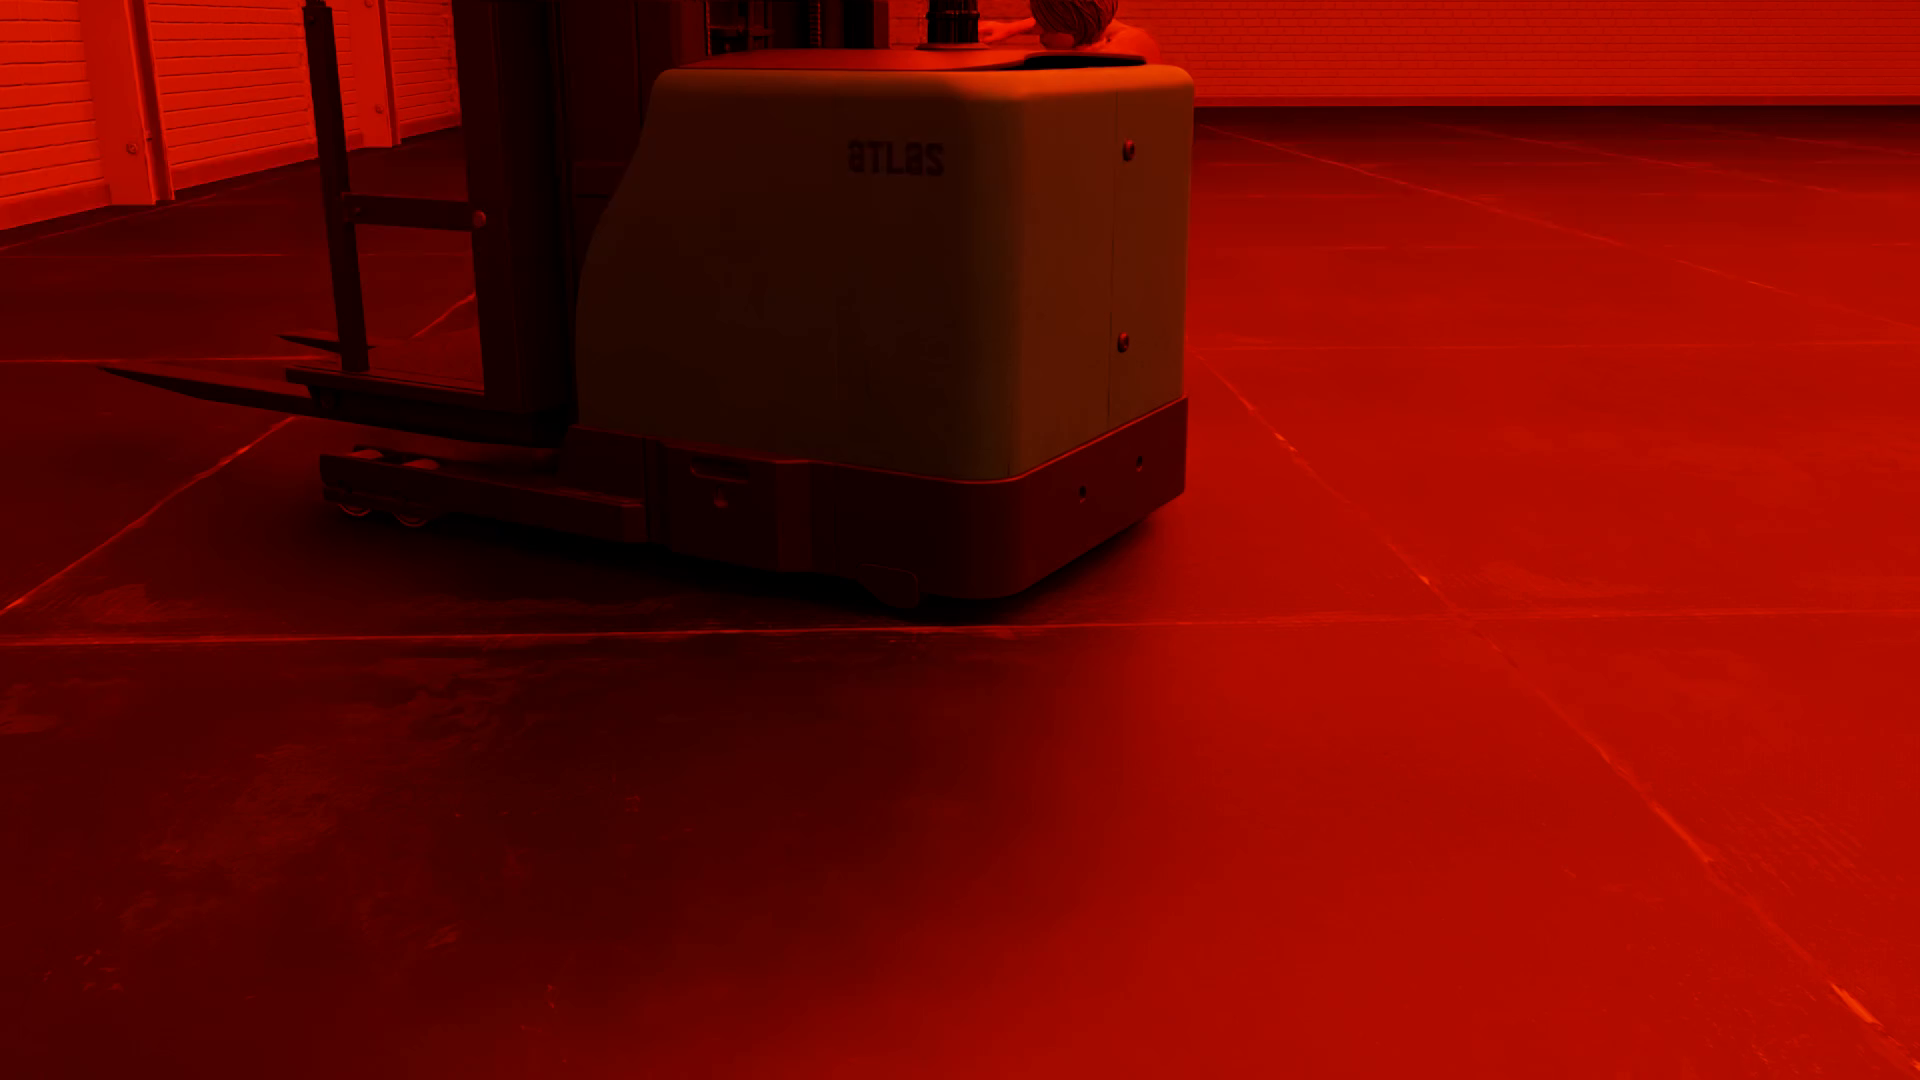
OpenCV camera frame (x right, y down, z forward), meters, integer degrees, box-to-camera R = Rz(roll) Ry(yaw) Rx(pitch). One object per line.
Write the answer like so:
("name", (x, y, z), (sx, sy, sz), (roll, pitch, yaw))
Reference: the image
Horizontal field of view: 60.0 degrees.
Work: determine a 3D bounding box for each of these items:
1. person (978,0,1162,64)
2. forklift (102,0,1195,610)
("person", (0.168, -0.840, 4.419), (0.776, 1.318, 0.882), (-1, 17, -3))
("forklift", (-0.987, -1.554, 3.988), (3.031, 2.935, 1.130), (9, 19, 28))
